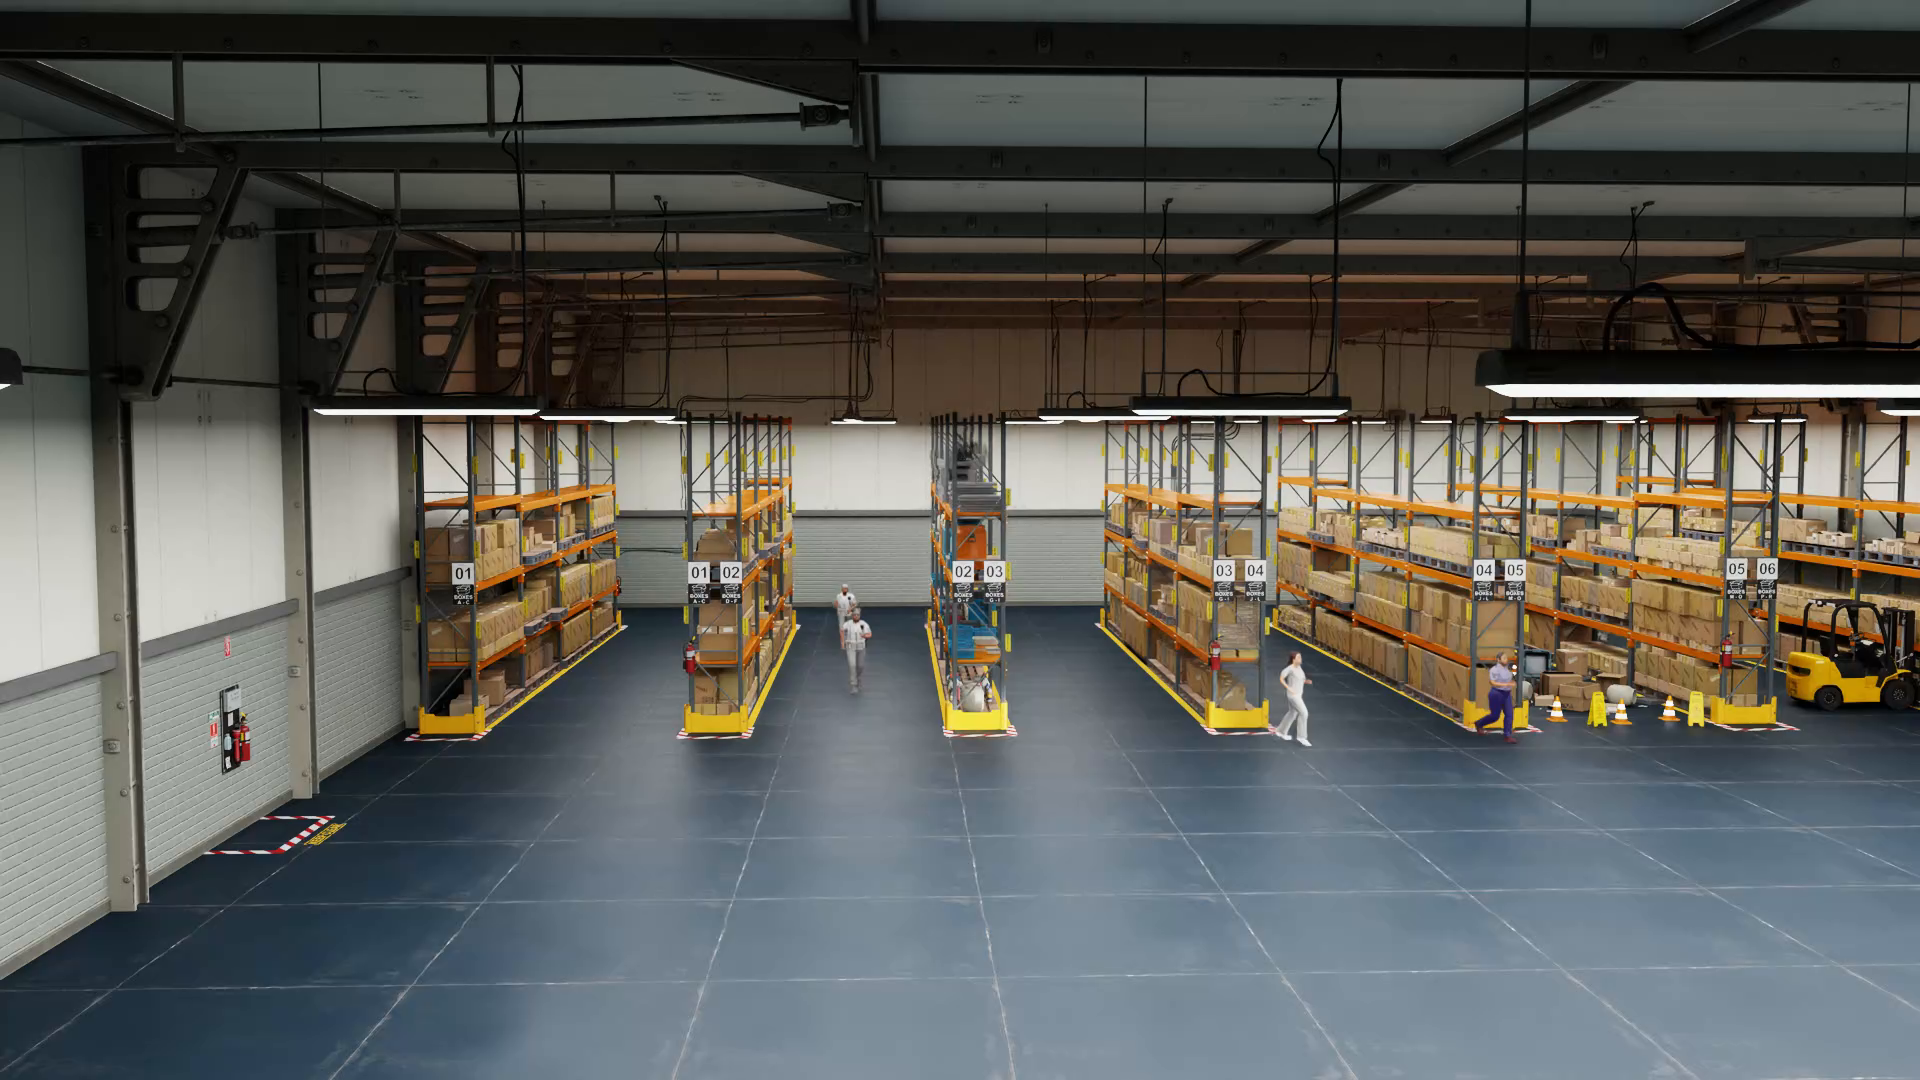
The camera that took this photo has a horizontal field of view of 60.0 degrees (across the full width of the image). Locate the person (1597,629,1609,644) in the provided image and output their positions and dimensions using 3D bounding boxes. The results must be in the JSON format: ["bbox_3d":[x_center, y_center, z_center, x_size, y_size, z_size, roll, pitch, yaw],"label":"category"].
[{"bbox_3d":[16.215,2.013,41.826,0.657,1.741,0.600,0,4,-2],"label":"person"}]

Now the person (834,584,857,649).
[{"bbox_3d":[-2.970,1.980,43.299,0.579,1.669,1.053,-1,4,-7],"label":"person"}]

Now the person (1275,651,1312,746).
[{"bbox_3d":[6.013,2.853,30.019,0.704,1.719,0.559,2,4,26],"label":"person"}]

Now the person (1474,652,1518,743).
[{"bbox_3d":[9.779,2.841,30.215,0.609,1.626,0.852,-3,5,-37],"label":"person"}]

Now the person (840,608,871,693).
[{"bbox_3d":[-2.251,2.362,36.079,0.656,1.796,0.954,-1,4,-12],"label":"person"}]
